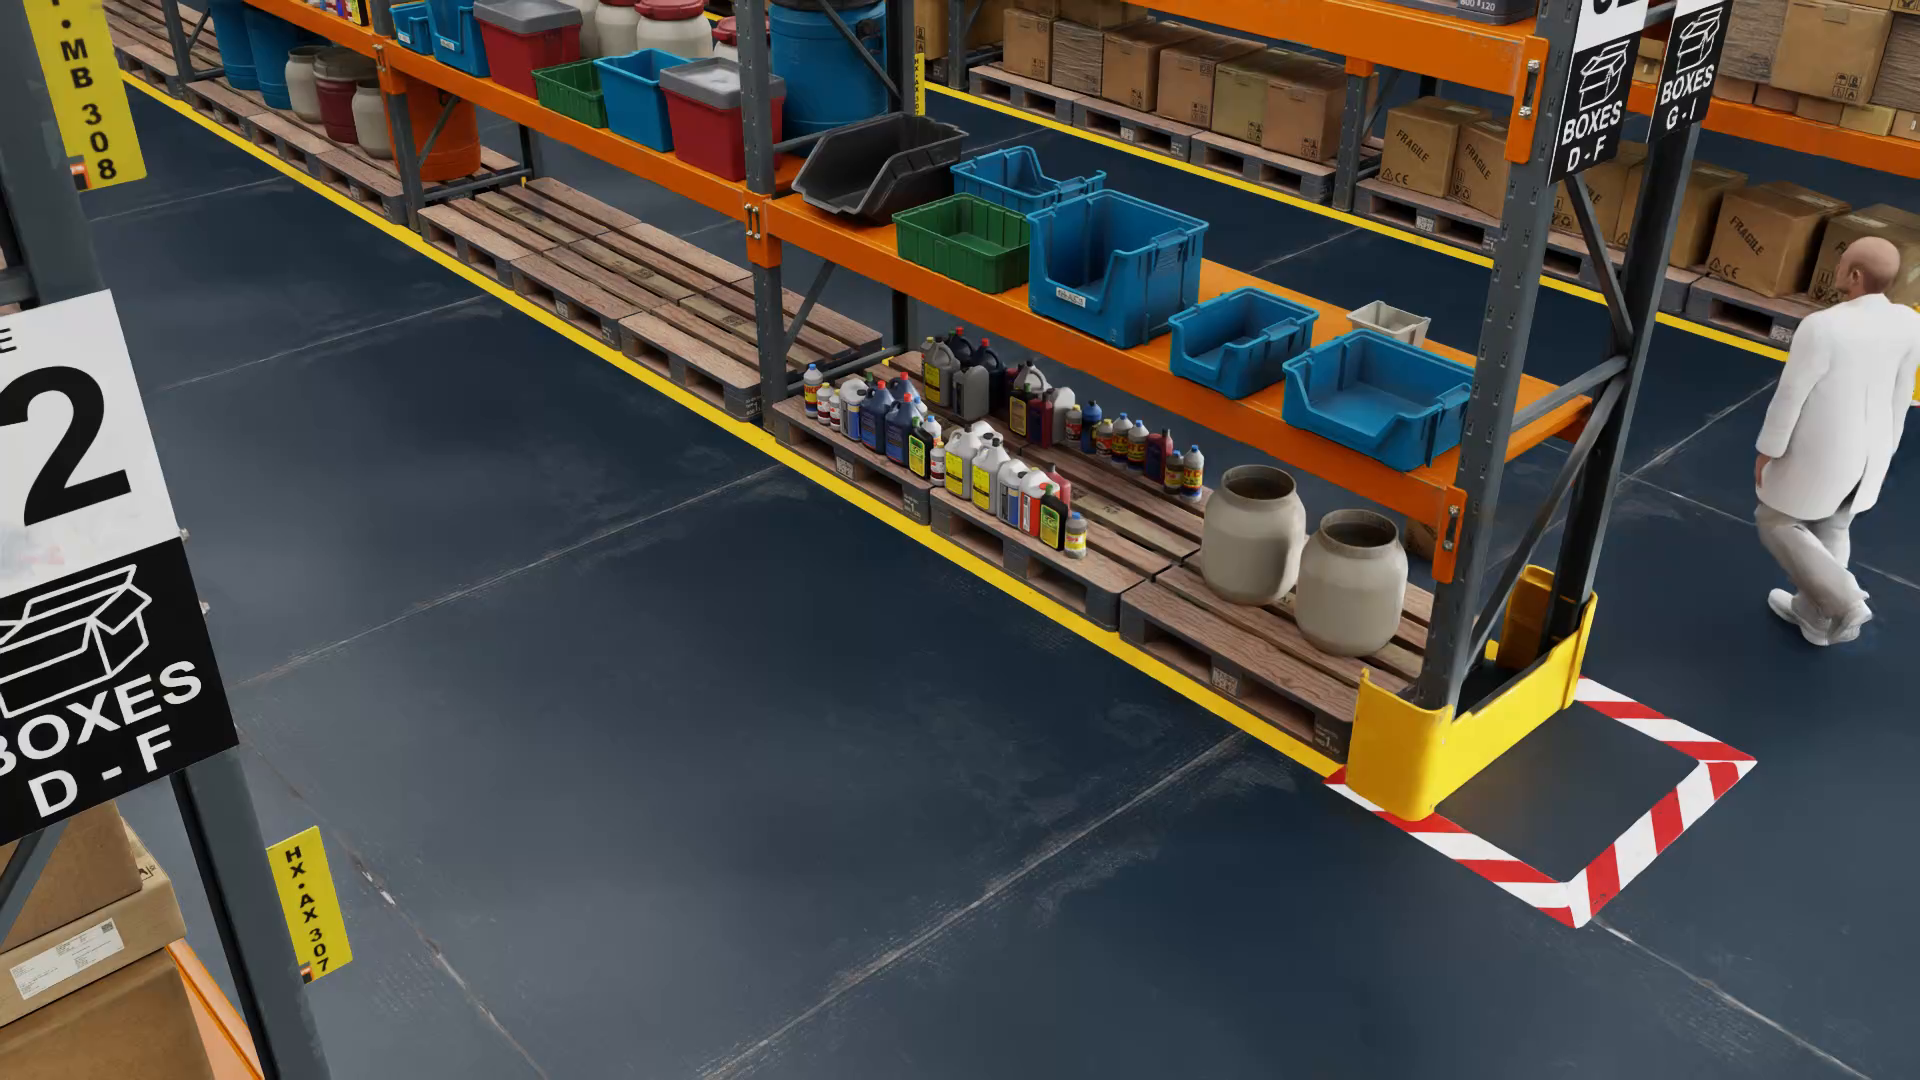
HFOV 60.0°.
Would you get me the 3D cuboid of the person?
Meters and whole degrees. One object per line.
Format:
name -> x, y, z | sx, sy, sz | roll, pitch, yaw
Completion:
person -> 3.514, -0.312, 6.635 | 0.610, 1.754, 0.632 | -7, 32, -11
